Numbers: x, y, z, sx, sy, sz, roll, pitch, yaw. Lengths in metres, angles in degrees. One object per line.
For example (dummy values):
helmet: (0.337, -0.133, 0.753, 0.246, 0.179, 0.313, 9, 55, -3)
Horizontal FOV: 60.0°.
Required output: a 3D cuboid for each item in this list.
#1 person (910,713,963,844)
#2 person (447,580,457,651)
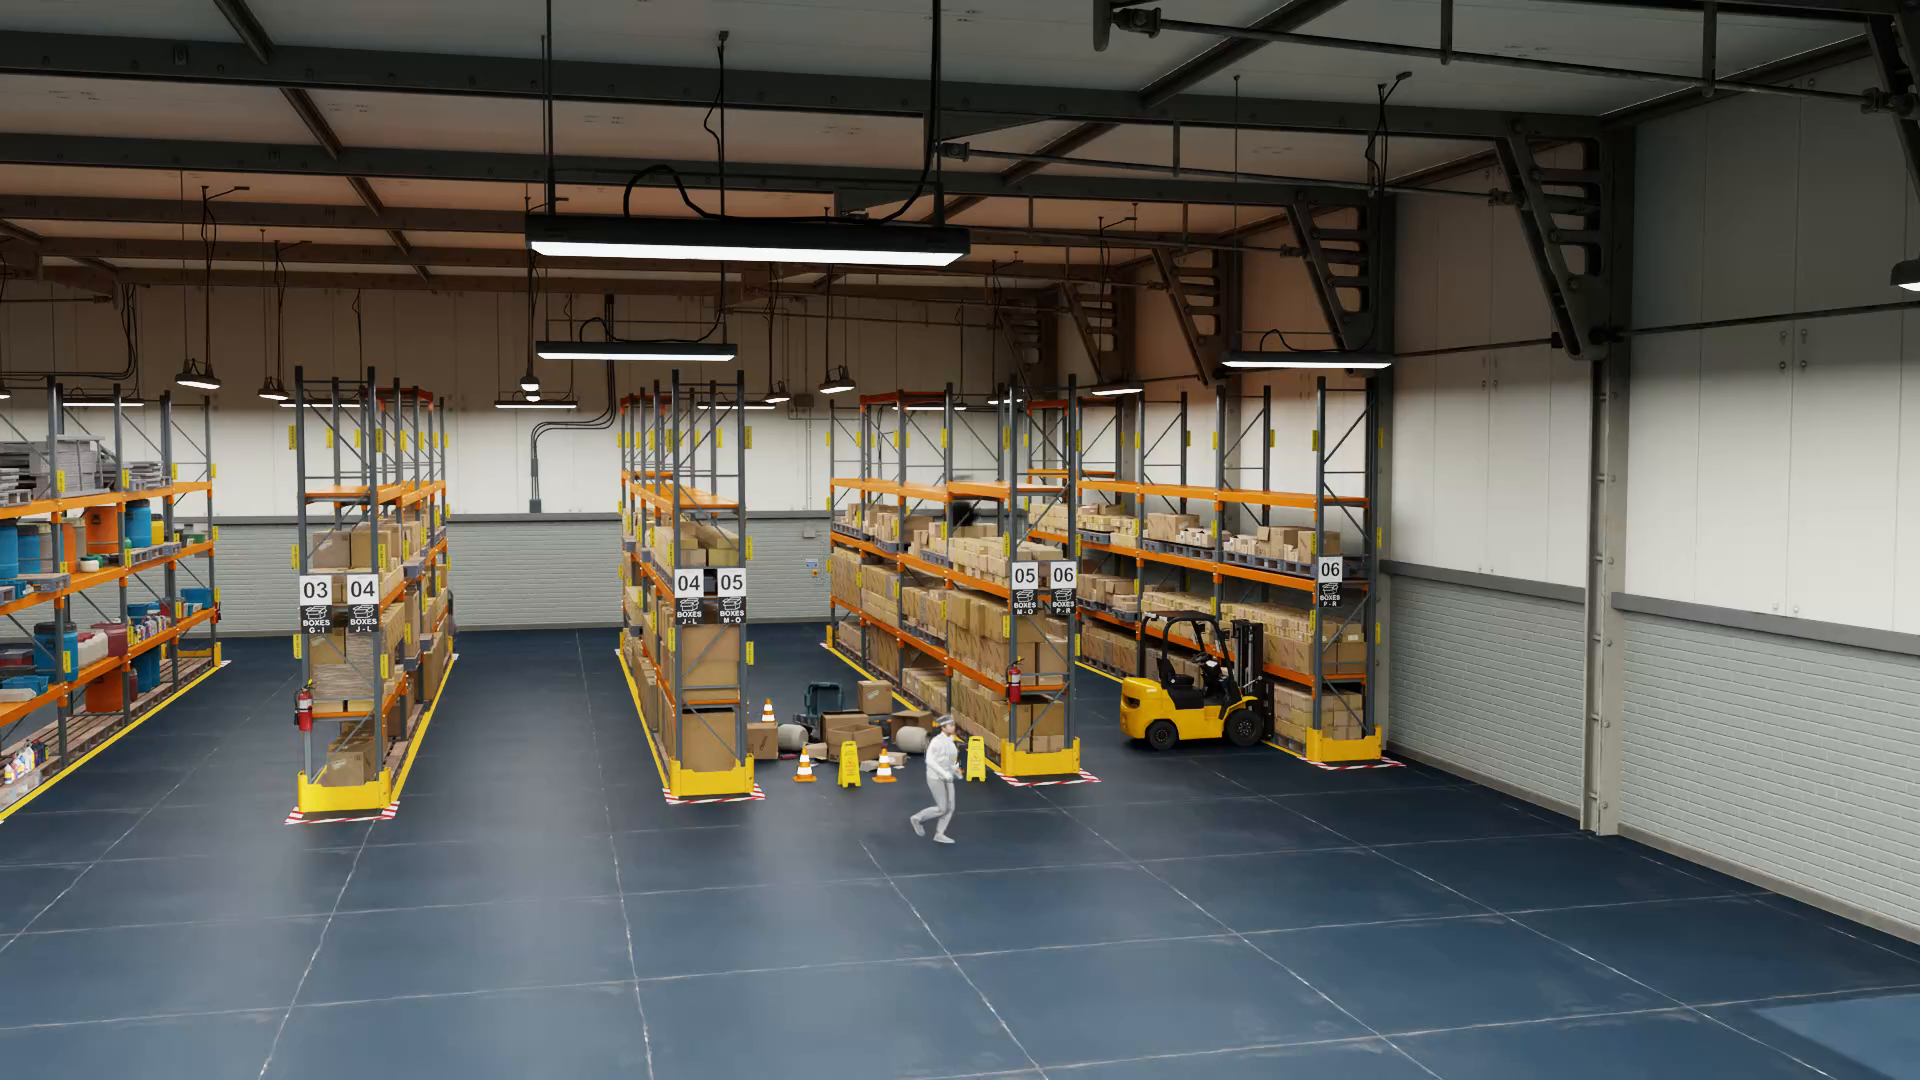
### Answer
person: (-0.299, 2.959, 20.743, 0.637, 1.640, 0.616, 2, 4, 28)
person: (-12.382, 1.793, 39.763, 0.849, 1.702, 0.647, 2, 4, 25)
